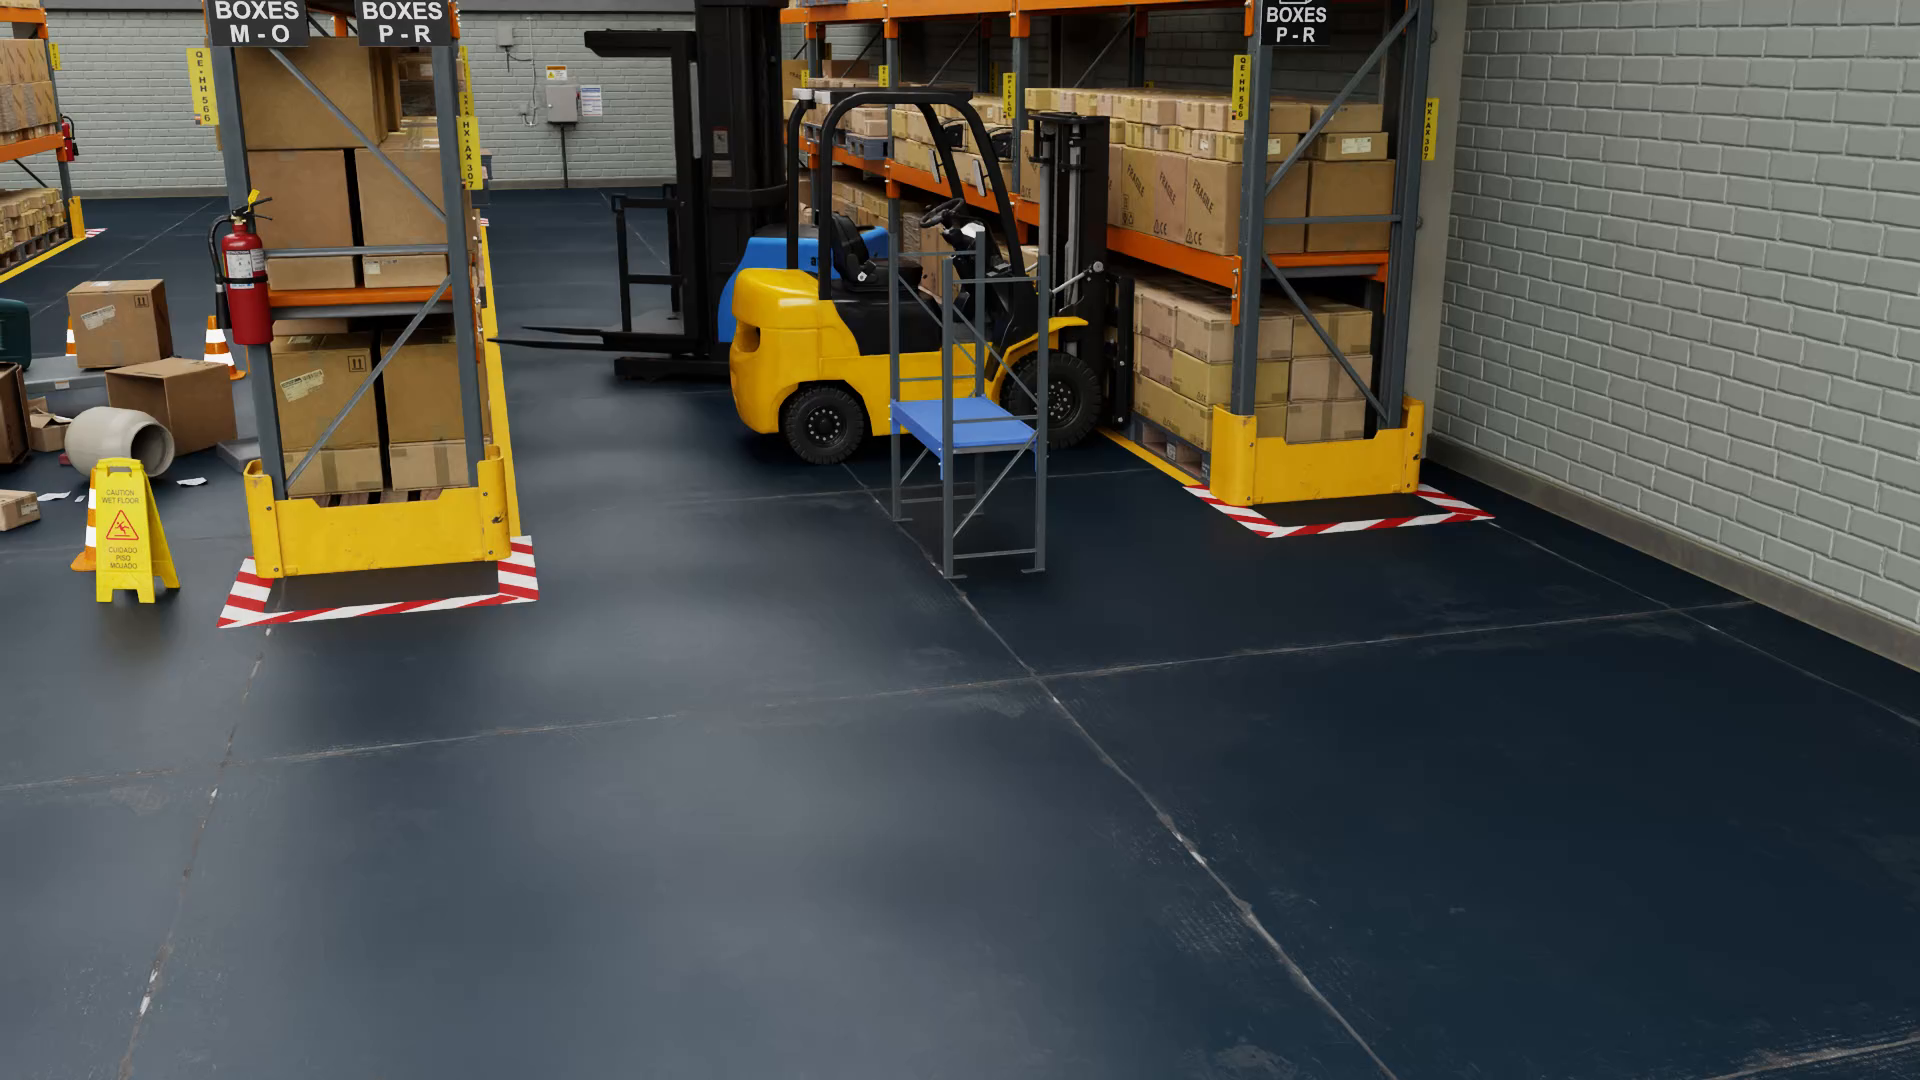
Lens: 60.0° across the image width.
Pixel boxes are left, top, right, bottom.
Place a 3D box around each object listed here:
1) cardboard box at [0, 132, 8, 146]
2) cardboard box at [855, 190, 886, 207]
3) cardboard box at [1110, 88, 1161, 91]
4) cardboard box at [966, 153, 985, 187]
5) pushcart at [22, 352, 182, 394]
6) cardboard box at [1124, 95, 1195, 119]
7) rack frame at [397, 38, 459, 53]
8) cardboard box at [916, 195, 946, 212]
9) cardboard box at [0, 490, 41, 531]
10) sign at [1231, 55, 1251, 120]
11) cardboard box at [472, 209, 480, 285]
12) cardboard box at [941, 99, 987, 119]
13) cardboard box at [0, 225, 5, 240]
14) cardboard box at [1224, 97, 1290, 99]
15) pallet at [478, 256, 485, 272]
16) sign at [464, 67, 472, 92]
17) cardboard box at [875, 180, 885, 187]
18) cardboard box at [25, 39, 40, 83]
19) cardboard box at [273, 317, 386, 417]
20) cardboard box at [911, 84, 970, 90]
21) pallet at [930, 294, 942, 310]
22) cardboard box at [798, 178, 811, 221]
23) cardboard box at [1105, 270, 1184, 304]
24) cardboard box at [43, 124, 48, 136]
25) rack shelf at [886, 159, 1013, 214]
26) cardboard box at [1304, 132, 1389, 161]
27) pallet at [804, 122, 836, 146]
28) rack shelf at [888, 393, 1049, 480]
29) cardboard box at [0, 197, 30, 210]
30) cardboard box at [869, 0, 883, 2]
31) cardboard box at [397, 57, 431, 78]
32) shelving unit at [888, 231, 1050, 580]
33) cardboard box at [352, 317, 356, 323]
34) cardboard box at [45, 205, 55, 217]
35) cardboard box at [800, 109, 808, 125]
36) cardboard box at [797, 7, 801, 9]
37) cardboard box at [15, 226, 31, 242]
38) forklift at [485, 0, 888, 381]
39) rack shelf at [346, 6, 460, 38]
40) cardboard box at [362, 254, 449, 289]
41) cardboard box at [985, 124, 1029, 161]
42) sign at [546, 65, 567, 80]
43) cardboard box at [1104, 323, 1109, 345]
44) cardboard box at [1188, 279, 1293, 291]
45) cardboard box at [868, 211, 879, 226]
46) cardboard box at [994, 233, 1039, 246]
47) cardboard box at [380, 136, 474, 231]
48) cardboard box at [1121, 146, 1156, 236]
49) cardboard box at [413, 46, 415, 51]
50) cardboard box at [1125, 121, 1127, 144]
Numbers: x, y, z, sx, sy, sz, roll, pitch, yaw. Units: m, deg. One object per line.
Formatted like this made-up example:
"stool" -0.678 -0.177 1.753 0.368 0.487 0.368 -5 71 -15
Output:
"cardboard box" -10.919 -4.493 18.634 0.380 0.149 0.250 -4 17 -14
"cardboard box" -0.928 -3.730 18.144 0.380 0.149 0.250 -6 18 -18
"cardboard box" 1.295 -3.188 12.031 0.380 0.149 0.250 -5 17 -17
"cardboard box" 0.354 -3.009 13.516 0.500 0.250 0.500 -5 17 -16
"pushcart" -6.062 -0.980 11.059 1.648 0.377 0.936 -12 20 -34
"cardboard box" 1.259 -2.724 10.489 0.380 0.149 0.250 -4 17 -14
"rack frame" -6.082 -4.643 18.695 1.000 3.000 0.127 -5 17 -15
"cardboard box" -0.248 -3.552 17.549 0.380 0.149 0.250 -4 17 -15
"cardboard box" -5.087 -0.161 8.730 0.380 0.149 0.250 4 17 13
"sign" 1.462 -2.346 8.624 0.100 0.325 0.005 -5 17 -15
"cardboard box" -5.093 -2.918 15.915 0.875 0.875 0.875 -5 17 -16
"cardboard box" 0.053 -3.677 14.179 0.380 0.149 0.250 -5 17 -17
"cardboard box" -10.606 -3.328 18.024 0.380 0.149 0.250 -4 17 -13
"cardboard box" 1.824 -2.615 10.127 0.380 0.149 0.250 -4 17 -14
"pallet" -5.459 -2.762 17.280 1.003 0.211 1.213 -5 17 -15
"sign" -4.464 -4.099 15.008 0.100 0.325 0.005 -5 17 -15
"cardboard box" -0.780 -4.133 19.485 0.380 0.149 0.250 -5 17 -15
"cardboard box" -11.409 -5.752 19.959 0.500 0.500 0.500 -5 18 -17
"cardboard box" -3.402 -0.912 9.021 0.500 0.500 0.500 -4 17 -13
"cardboard box" -0.203 -4.334 16.762 0.500 0.500 0.500 -4 17 -13
"pallet" 0.309 -2.027 14.833 1.003 0.211 1.213 -5 17 -15
"cardboard box" -1.850 -4.444 21.646 0.700 0.500 0.500 -5 18 -17
"cardboard box" 1.134 -1.603 10.887 0.500 0.250 0.500 -5 17 -16
"cardboard box" -11.520 -5.070 20.554 0.380 0.149 0.250 -5 17 -15
"rack shelf" 0.338 -3.032 14.583 1.077 0.370 4.000 -5 17 -15
"cardboard box" 2.143 -2.190 9.228 0.380 0.149 0.250 -5 17 -17
"pallet" -1.196 -4.715 19.268 1.003 0.211 1.213 -5 17 -15
"rack shelf" 0.023 -0.522 8.209 0.538 0.185 1.000 -5 17 -15
"cardboard box" -11.214 -3.961 19.615 0.380 0.149 0.250 -5 18 -17
"cardboard box" -0.586 -5.418 16.320 0.500 0.250 0.500 -5 18 -17
"cardboard box" -4.071 -3.583 12.617 0.380 0.149 0.250 -4 17 -12
"shelving unit" 0.023 -0.695 8.158 0.538 1.500 1.048 -5 17 -15
"cardboard box" -3.487 -1.245 9.001 0.380 0.149 0.250 -4 17 -14
"cardboard box" -11.349 -4.041 20.400 0.380 0.149 0.250 -5 18 -18
"cardboard box" -1.685 -5.229 20.388 0.500 0.250 0.500 -4 17 -14
"cardboard box" -1.758 -6.497 20.089 0.380 0.149 0.250 -5 17 -15
"cardboard box" -11.001 -3.541 19.253 0.380 0.149 0.250 -5 17 -17
"forklift" -2.112 -2.733 12.457 3.031 2.935 1.130 4 17 12
"rack shelf" -5.533 -5.182 16.525 1.077 0.370 4.000 -5 17 -15
"cardboard box" -2.679 -1.314 8.048 0.380 0.149 0.250 -5 17 -15
"cardboard box" 0.507 -3.107 12.973 0.500 0.250 0.500 -5 17 -16
"sign" -6.804 -7.881 28.040 0.339 0.242 0.001 -5 17 -15
"cardboard box" 1.129 -1.370 10.980 0.500 0.250 0.500 -5 17 -15
"cardboard box" 1.769 -1.505 10.561 0.500 0.250 0.500 -5 17 -16
"cardboard box" -0.662 -3.173 17.417 0.500 0.500 0.500 -5 17 -16
"cardboard box" 0.528 -2.246 14.113 0.875 0.625 0.625 -5 17 -16
"cardboard box" -2.793 -1.810 8.573 0.500 0.500 0.500 -4 17 -14
"cardboard box" 1.324 -2.166 10.276 0.500 0.500 0.500 -5 17 -16
"cardboard box" -7.210 -6.400 21.504 0.380 0.149 0.250 -4 17 -14
"cardboard box" 1.264 -2.579 10.521 0.380 0.149 0.250 -5 17 -16
